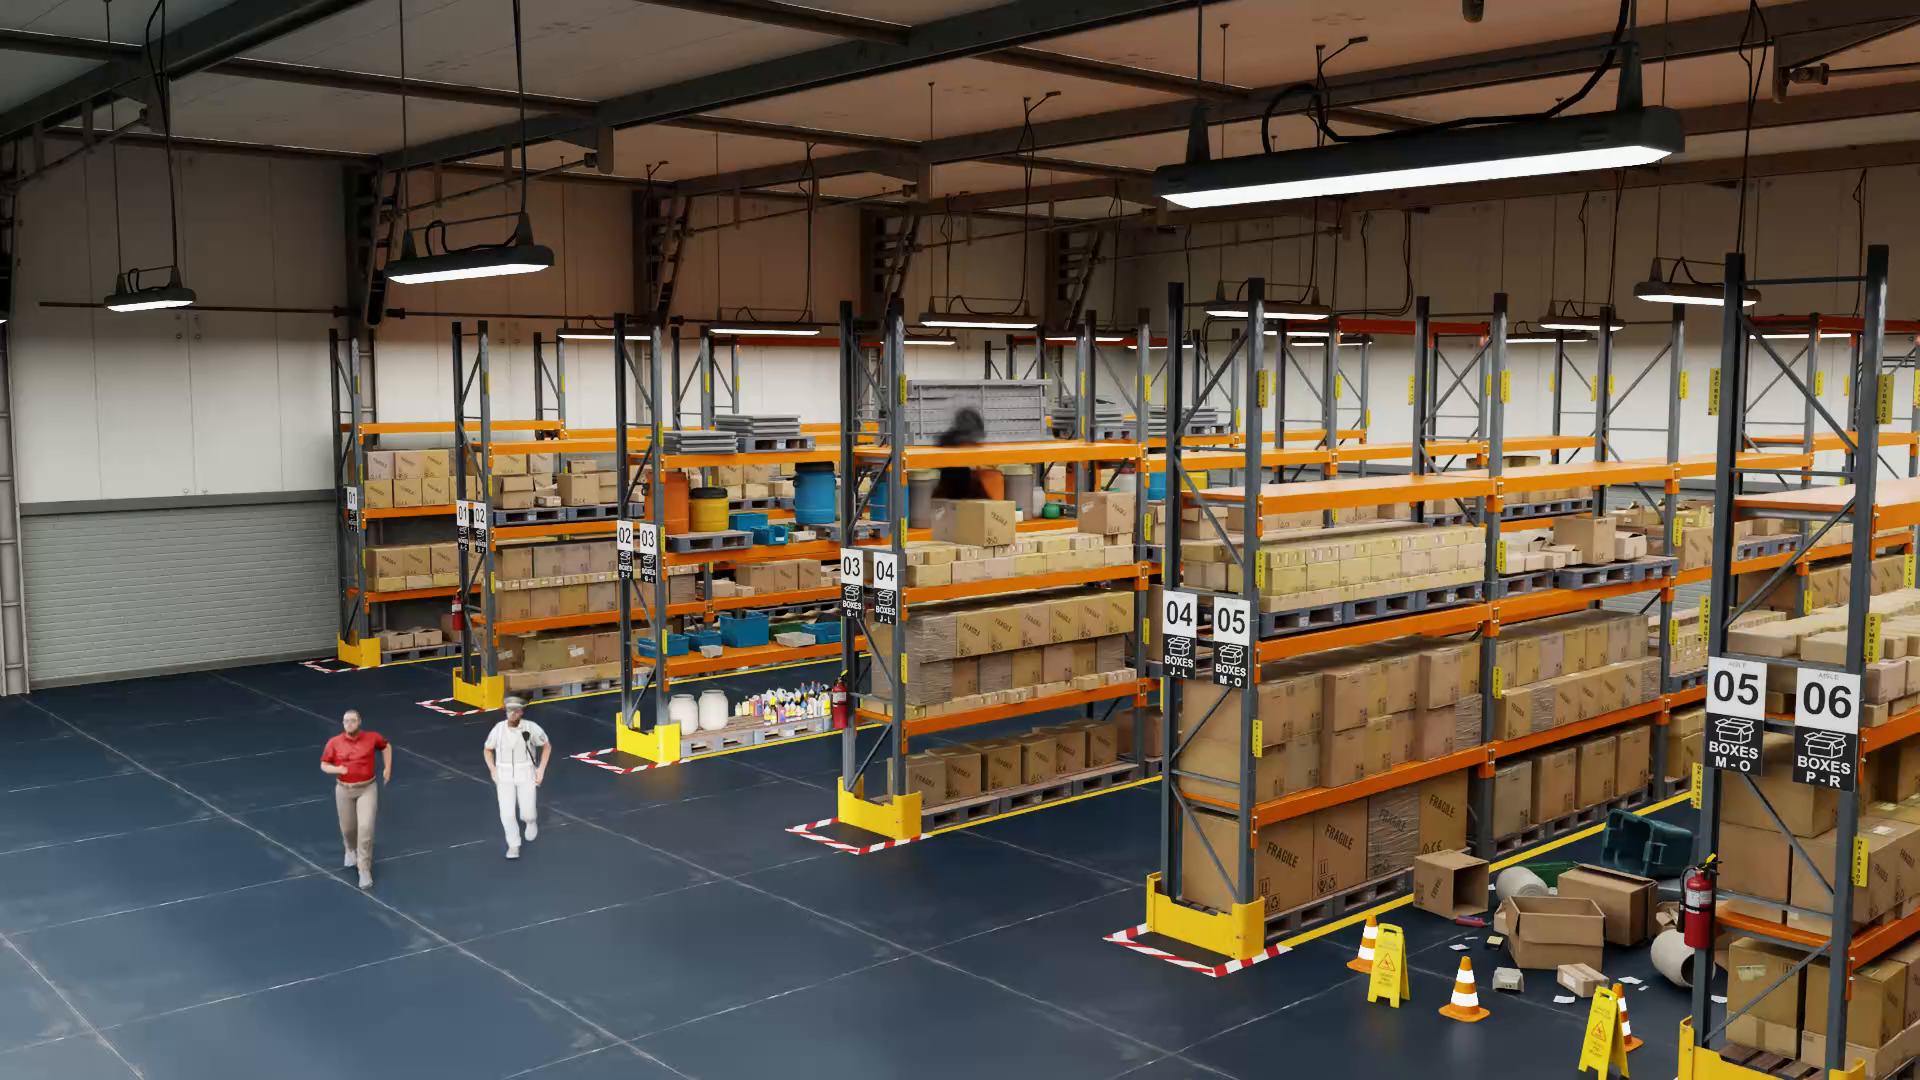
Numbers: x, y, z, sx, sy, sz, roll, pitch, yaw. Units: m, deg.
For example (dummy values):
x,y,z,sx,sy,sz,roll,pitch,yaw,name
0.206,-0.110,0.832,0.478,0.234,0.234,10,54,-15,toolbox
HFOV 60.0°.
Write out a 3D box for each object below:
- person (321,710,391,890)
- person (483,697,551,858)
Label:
x,y,z,sx,sy,sz,roll,pitch,yaw,name
-6.217,2.618,17.125,0.669,1.740,0.977,-1,6,-14,person
-4.780,2.522,17.967,0.710,1.728,0.632,-1,6,-7,person
